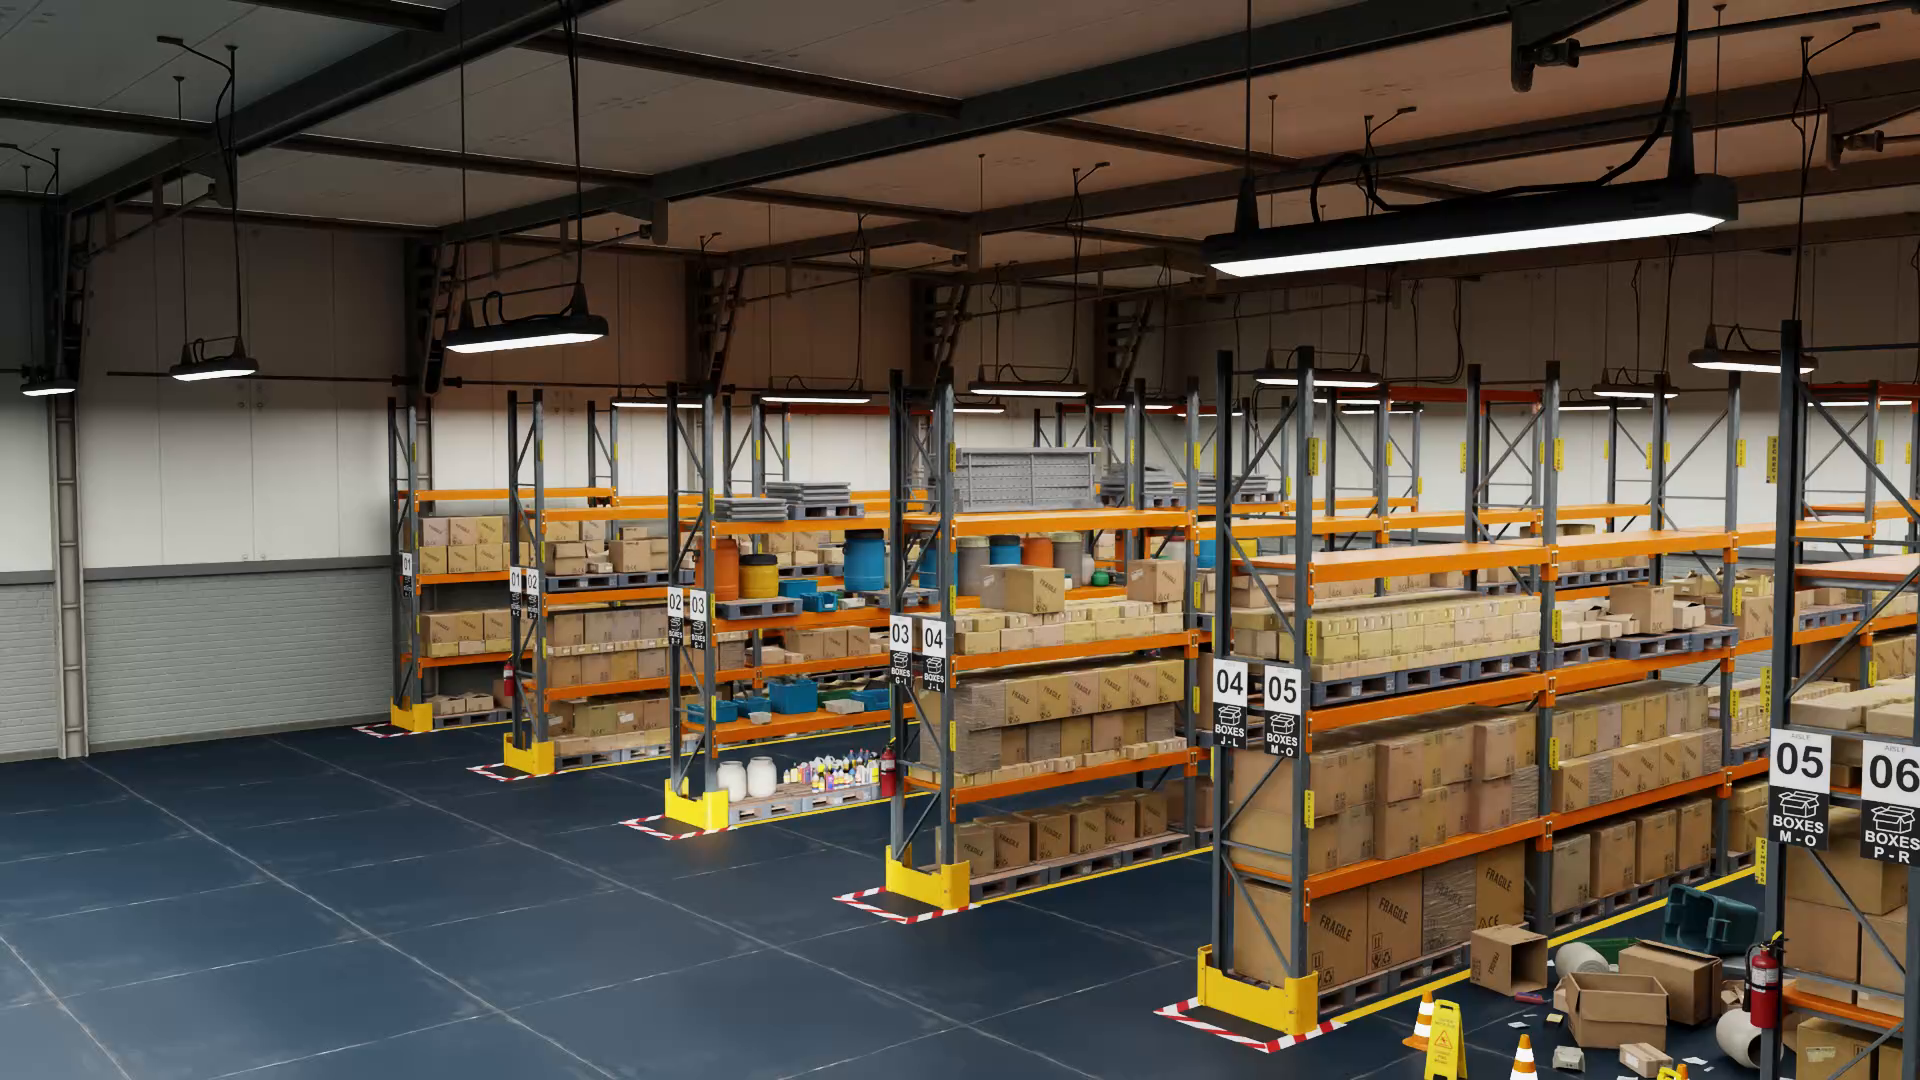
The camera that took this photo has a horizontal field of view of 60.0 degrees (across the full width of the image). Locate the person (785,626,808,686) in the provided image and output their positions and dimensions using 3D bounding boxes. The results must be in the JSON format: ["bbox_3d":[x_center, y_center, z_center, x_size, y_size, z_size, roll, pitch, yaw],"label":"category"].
[{"bbox_3d":[-3.189,2.428,31.776,0.778,1.737,0.587,0,3,-6],"label":"person"}]
